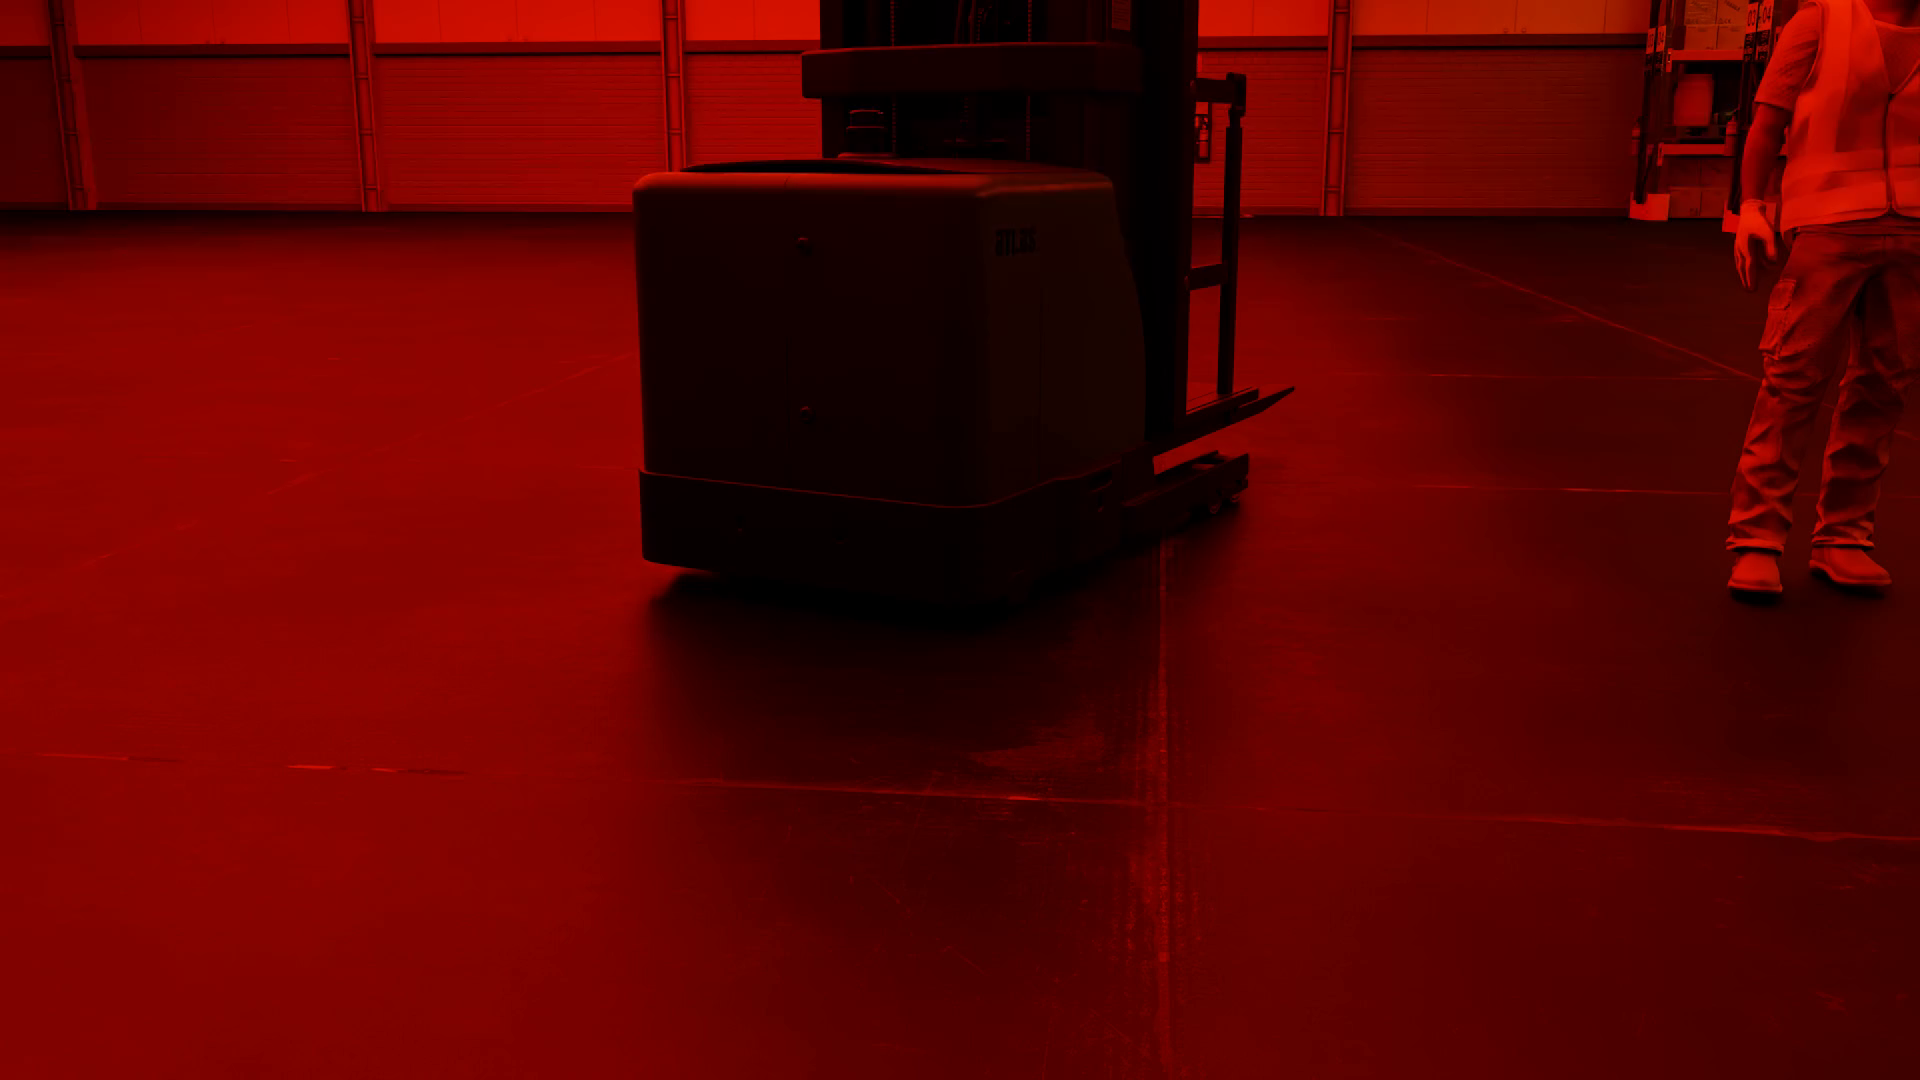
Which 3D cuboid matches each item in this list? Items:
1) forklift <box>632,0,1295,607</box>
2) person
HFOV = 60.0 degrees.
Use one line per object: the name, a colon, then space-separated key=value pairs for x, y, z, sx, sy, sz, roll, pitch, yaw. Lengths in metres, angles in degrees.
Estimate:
forklift: x=0.299 y=-1.552 z=5.146 sx=1.130 sy=2.935 sz=3.031 roll=7 pitch=15 yaw=28
person: x=2.342 y=-0.761 z=4.253 sx=0.656 sy=1.782 sz=0.578 roll=2 pitch=13 yaw=10
